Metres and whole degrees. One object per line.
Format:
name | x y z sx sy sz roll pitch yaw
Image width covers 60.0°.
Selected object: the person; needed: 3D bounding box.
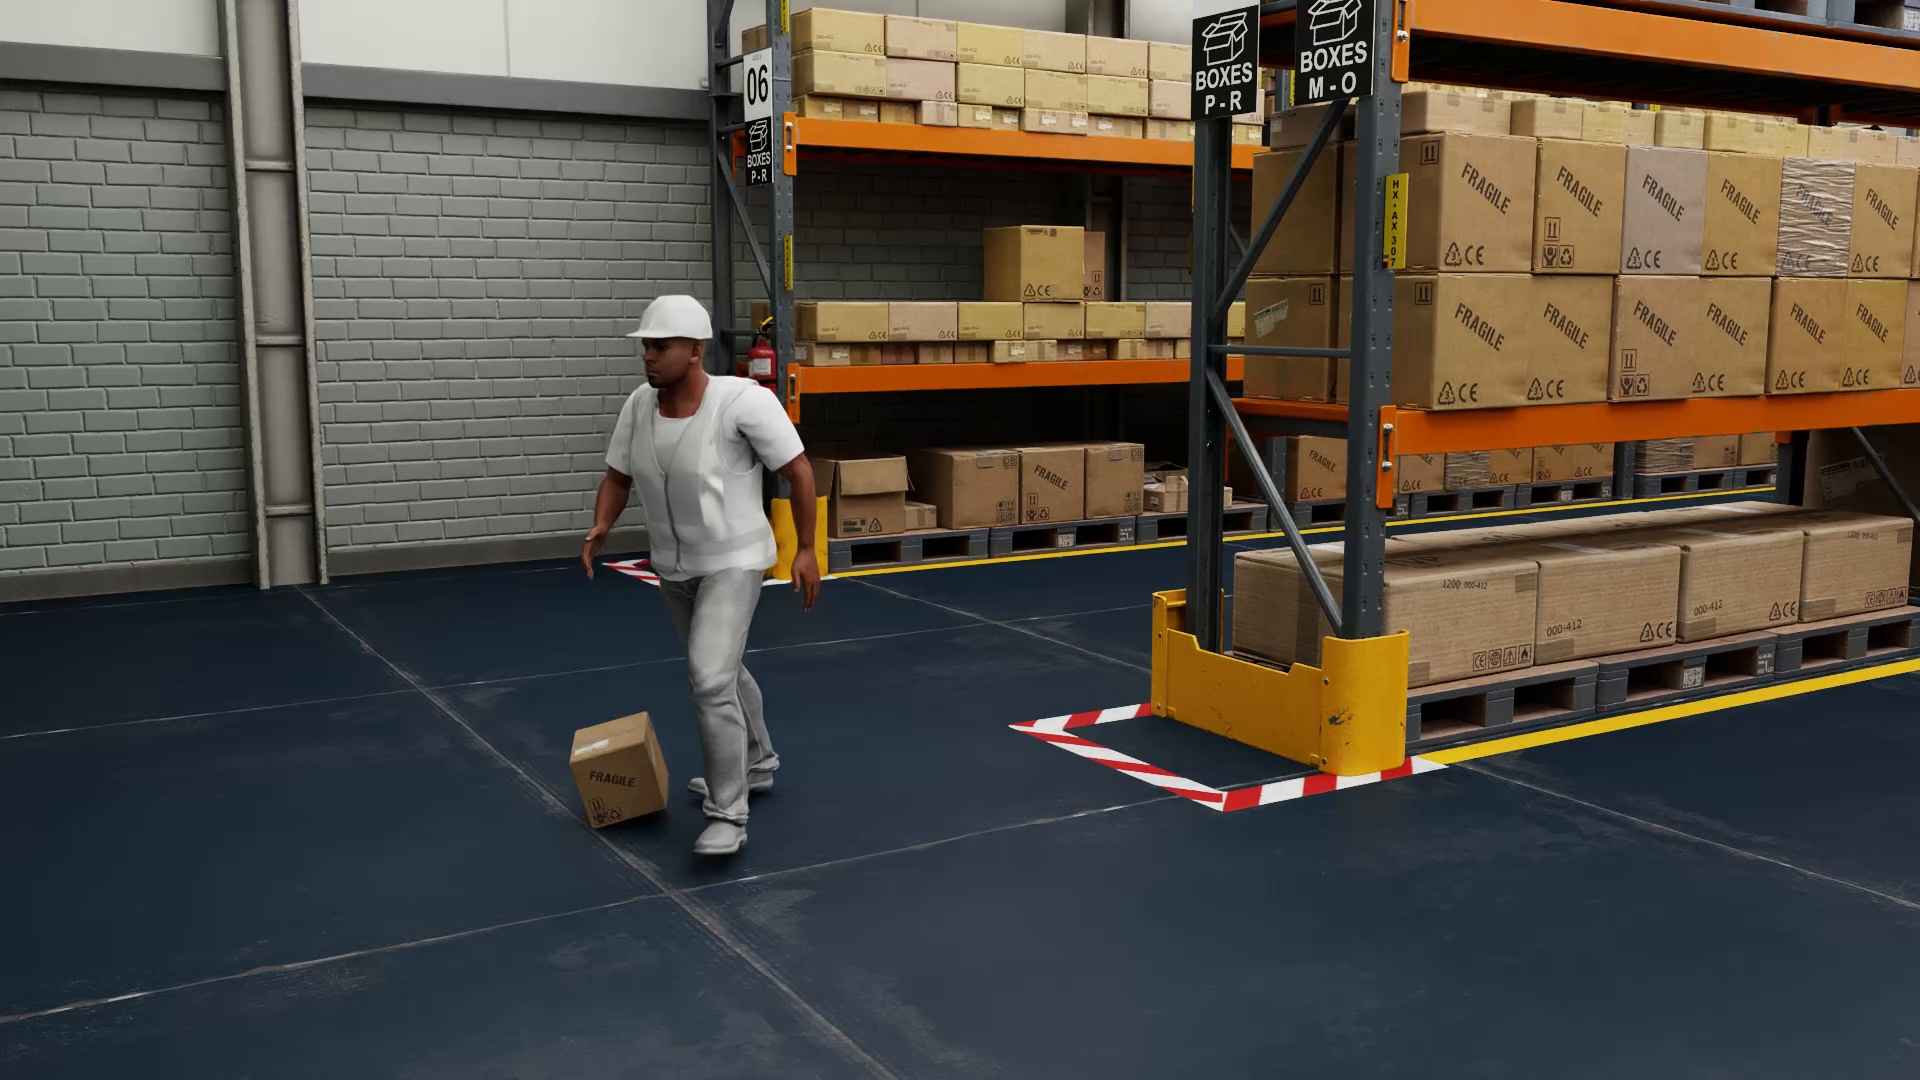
person | -0.790 0.076 5.287 0.705 1.692 0.824 6 10 35
